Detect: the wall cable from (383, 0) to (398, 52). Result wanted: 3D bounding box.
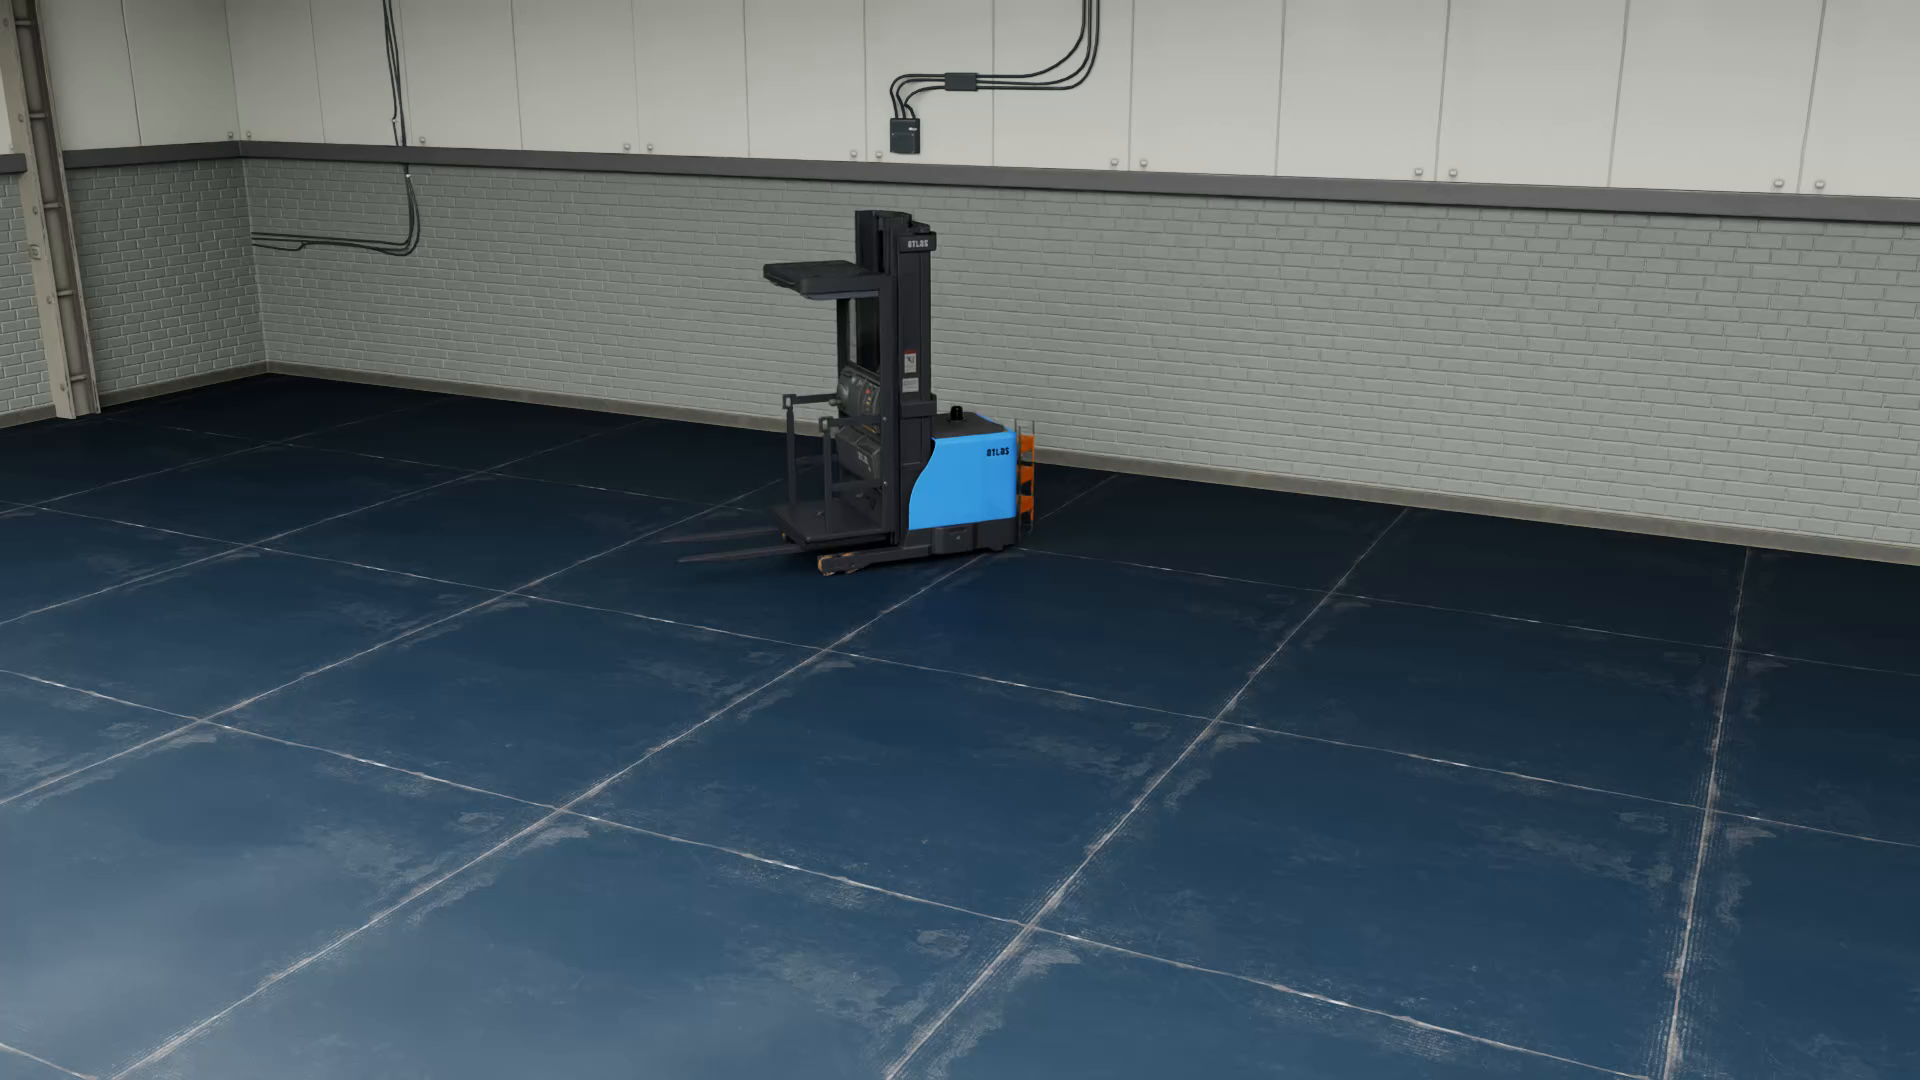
[{"bbox_3d":[-5.758,-7.003,19.382,3.097,2.526,0.112,8,18,25],"label":"wall cable"}]

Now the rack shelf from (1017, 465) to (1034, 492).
[{"bbox_3d":[0.518,-0.543,15.045,0.215,0.259,0.240,10,19,29],"label":"rack shelf"}]

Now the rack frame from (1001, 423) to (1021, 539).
[{"bbox_3d":[0.456,-0.523,14.941,0.200,1.050,0.008,10,19,29],"label":"rack frame"}]

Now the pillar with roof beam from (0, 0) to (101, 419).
[{"bbox_3d":[-6.826,-5.285,17.014,9.100,9.000,0.400,8,18,25],"label":"pillar with roof beam"}]

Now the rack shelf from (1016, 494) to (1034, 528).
[{"bbox_3d":[0.518,-0.276,15.124,0.215,0.259,0.240,10,19,29],"label":"rack shelf"}]

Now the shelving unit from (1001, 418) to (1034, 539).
[{"bbox_3d":[0.518,-0.553,15.042,0.215,1.050,0.252,10,19,29],"label":"shelving unit"}]

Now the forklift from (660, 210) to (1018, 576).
[{"bbox_3d":[-1.052,-1.275,14.169,3.031,2.935,1.130,-7,18,-22],"label":"forklift"}]

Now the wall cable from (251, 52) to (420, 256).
[{"bbox_3d":[-8.178,-4.927,21.260,3.097,2.526,0.112,8,18,25],"label":"wall cable"}]

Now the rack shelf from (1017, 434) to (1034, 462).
[{"bbox_3d":[0.518,-0.815,14.964,0.215,0.259,0.240,10,19,29],"label":"rack shelf"}]

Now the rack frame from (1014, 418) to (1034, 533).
[{"bbox_3d":[0.580,-0.583,15.143,0.200,1.050,0.008,10,19,29],"label":"rack frame"}]

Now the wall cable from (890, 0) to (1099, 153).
[{"bbox_3d":[0.308,-6.834,16.254,2.305,6.003,0.169,8,18,25],"label":"wall cable"}]
